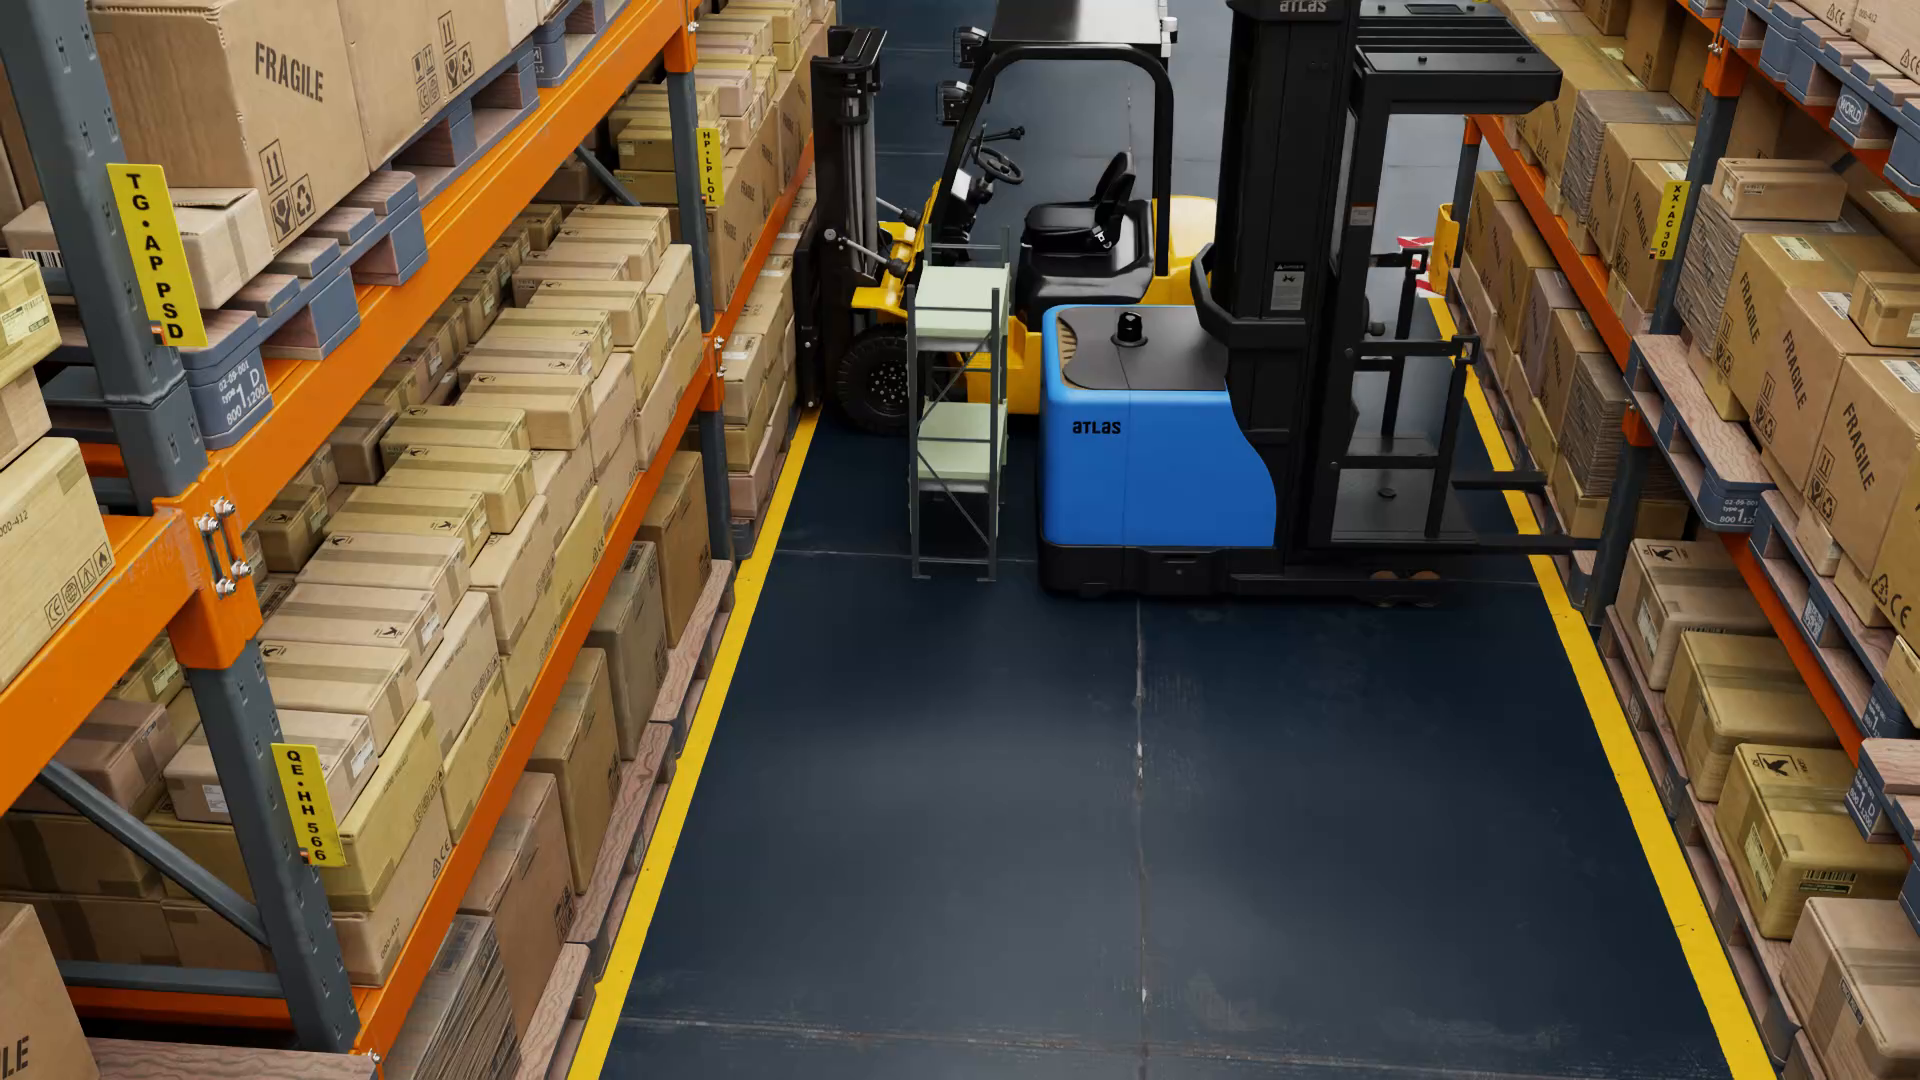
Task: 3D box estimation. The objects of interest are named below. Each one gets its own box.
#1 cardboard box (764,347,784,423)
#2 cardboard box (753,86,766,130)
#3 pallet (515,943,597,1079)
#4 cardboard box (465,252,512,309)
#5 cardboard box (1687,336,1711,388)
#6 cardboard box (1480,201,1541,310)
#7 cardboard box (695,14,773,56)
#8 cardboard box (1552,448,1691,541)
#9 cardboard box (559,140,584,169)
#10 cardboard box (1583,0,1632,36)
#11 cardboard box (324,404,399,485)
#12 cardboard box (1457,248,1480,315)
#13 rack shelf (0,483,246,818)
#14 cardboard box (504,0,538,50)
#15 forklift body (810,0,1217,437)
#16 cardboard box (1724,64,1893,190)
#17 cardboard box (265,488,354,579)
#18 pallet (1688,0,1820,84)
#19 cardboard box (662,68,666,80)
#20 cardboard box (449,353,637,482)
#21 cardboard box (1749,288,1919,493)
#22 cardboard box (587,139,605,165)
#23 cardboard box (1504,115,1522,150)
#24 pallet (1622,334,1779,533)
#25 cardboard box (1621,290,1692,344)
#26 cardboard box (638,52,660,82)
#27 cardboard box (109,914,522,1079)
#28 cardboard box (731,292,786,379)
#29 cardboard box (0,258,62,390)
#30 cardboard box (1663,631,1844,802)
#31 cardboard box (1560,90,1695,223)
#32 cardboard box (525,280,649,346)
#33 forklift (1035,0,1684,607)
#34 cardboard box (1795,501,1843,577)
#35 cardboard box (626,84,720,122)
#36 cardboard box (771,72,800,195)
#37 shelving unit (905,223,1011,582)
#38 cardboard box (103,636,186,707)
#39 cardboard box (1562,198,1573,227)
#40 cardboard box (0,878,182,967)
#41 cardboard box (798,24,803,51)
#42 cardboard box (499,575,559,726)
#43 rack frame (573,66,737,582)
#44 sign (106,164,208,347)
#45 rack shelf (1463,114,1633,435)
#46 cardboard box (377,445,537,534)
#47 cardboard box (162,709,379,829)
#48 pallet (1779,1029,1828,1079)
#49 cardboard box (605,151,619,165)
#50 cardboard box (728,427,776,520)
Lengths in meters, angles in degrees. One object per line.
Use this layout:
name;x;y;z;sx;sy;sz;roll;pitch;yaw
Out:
cardboard box;-1.188;-0.820;8.466;0.500;0.250;0.500;2;32;4
cardboard box;-1.156;-2.106;8.095;0.380;0.149;0.250;2;32;3
pallet;-1.794;1.754;5.203;1.003;0.211;1.213;2;32;4
cardboard box;-1.911;-0.971;6.254;0.380;0.149;0.250;2;32;4
cardboard box;3.014;-0.682;6.337;0.380;0.149;0.250;3;32;5
cardboard box;3.319;-1.609;9.507;0.500;0.500;0.500;1;32;2
cardboard box;-1.186;-2.634;8.668;0.380;0.149;0.250;3;32;5
cardboard box;3.154;-0.215;7.960;0.500;0.250;0.500;4;32;6
cardboard box;-1.849;-1.721;7.187;0.380;0.149;0.250;3;32;4
cardboard box;3.827;-3.032;8.978;0.700;0.500;0.500;3;32;4
cardboard box;-1.969;-0.305;5.173;0.380;0.149;0.250;3;32;5
cardboard box;3.358;-1.576;10.168;0.500;0.250;0.500;2;32;4
rack shelf;-2.062;1.071;1.480;1.077;0.370;4.000;2;32;4
cardboard box;-1.423;-1.496;4.703;0.380;0.149;0.250;2;32;3
forklift body;0.416;-1.757;9.051;2.313;2.155;1.214;2;32;4
cardboard box;3.626;-1.702;6.820;0.700;0.500;0.500;2;32;3
cardboard box;-2.056;0.071;4.943;0.500;0.250;0.500;2;32;4
pallet;3.217;-1.765;5.574;1.213;0.211;1.003;2;32;4
cardboard box;-1.679;-2.400;8.571;0.380;0.149;0.250;1;32;2
cardboard box;-1.441;-0.441;5.773;0.500;0.250;0.500;3;32;5
cardboard box;2.956;-0.481;5.392;0.500;0.500;0.500;2;32;4
cardboard box;-1.818;-1.726;7.478;0.380;0.149;0.250;2;32;3
cardboard box;3.290;-2.303;9.368;0.380;0.149;0.250;3;32;5
pallet;3.167;-0.411;6.240;1.003;0.211;1.213;2;32;4
cardboard box;3.096;-0.960;7.188;0.380;0.149;0.250;2;32;3
cardboard box;-1.713;-2.389;8.271;0.380;0.149;0.250;2;32;3
cardboard box;-1.835;1.502;4.816;0.875;0.625;0.625;3;32;6
cardboard box;-1.170;-1.036;8.340;0.500;0.250;0.500;3;32;4
cardboard box;-1.633;-0.321;2.533;0.380;0.149;0.250;3;32;6
cardboard box;3.278;0.704;6.352;0.950;0.372;0.625;4;32;7
cardboard box;3.235;-1.839;7.996;0.500;0.500;0.500;3;32;5
cardboard box;-1.345;-0.822;6.011;0.380;0.149;0.250;2;32;2
forklift;1.893;-1.217;7.431;3.031;2.935;1.130;0;32;1
cardboard box;2.880;-0.002;5.233;0.380;0.149;0.250;4;32;6
cardboard box;-1.309;-1.970;7.590;0.380;0.149;0.250;2;32;3
cardboard box;-1.149;-2.159;8.800;0.500;0.500;0.500;3;32;4
shelving unit;0.001;-0.642;7.862;0.431;1.500;0.755;2;32;4
cardboard box;-2.165;0.357;4.099;0.380;0.149;0.250;3;32;5
cardboard box;3.226;-1.624;8.265;0.380;0.149;0.250;2;32;3
cardboard box;-2.118;0.814;4.214;0.500;0.250;0.500;2;32;3
cardboard box;-1.077;-2.774;9.179;0.380;0.149;0.250;1;32;2
cardboard box;-1.539;0.305;5.038;0.500;0.250;0.500;1;32;2
rack frame;-1.574;-1.096;7.169;1.000;3.000;0.127;2;32;4
sign;-1.359;-0.477;2.813;0.100;0.325;0.005;2;32;4
rack shelf;3.537;-1.625;8.714;1.077;0.370;4.000;2;32;4
cardboard box;-1.485;-0.152;4.925;0.380;0.149;0.250;3;32;5
cardboard box;-1.580;0.523;3.829;0.380;0.149;0.250;3;32;5
pallet;3.113;1.984;4.829;1.003;0.211;1.213;2;32;4
cardboard box;-1.762;-1.645;7.966;0.500;0.500;0.500;3;32;5
cardboard box;-1.204;-0.343;8.168;0.500;0.250;0.500;3;32;4
